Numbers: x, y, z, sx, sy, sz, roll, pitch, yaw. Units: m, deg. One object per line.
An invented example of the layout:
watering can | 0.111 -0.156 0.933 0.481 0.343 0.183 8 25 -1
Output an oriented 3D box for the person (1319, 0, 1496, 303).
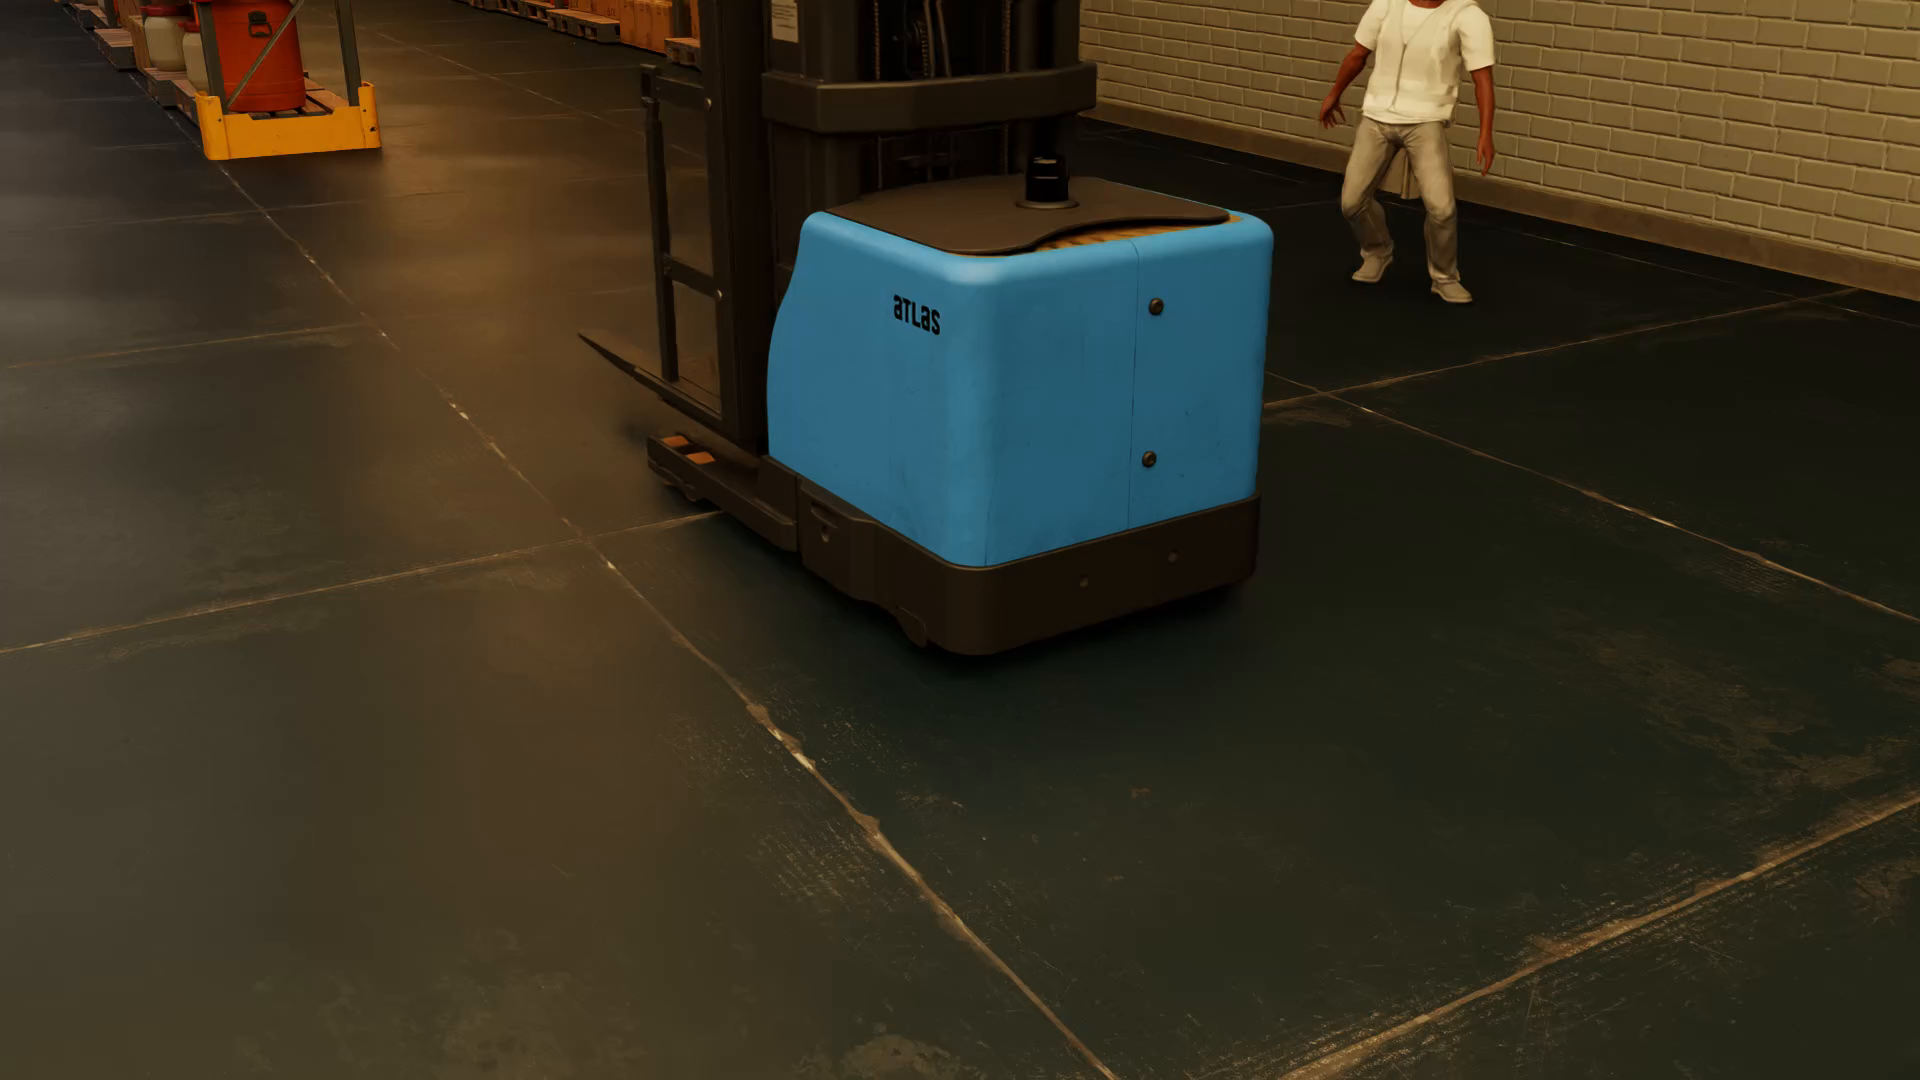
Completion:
person | 2.095 -2.004 7.805 0.926 1.684 0.486 18 28 37

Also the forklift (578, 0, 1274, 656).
forklift | -0.391 -1.568 5.094 1.130 2.935 3.031 -14 26 -31
